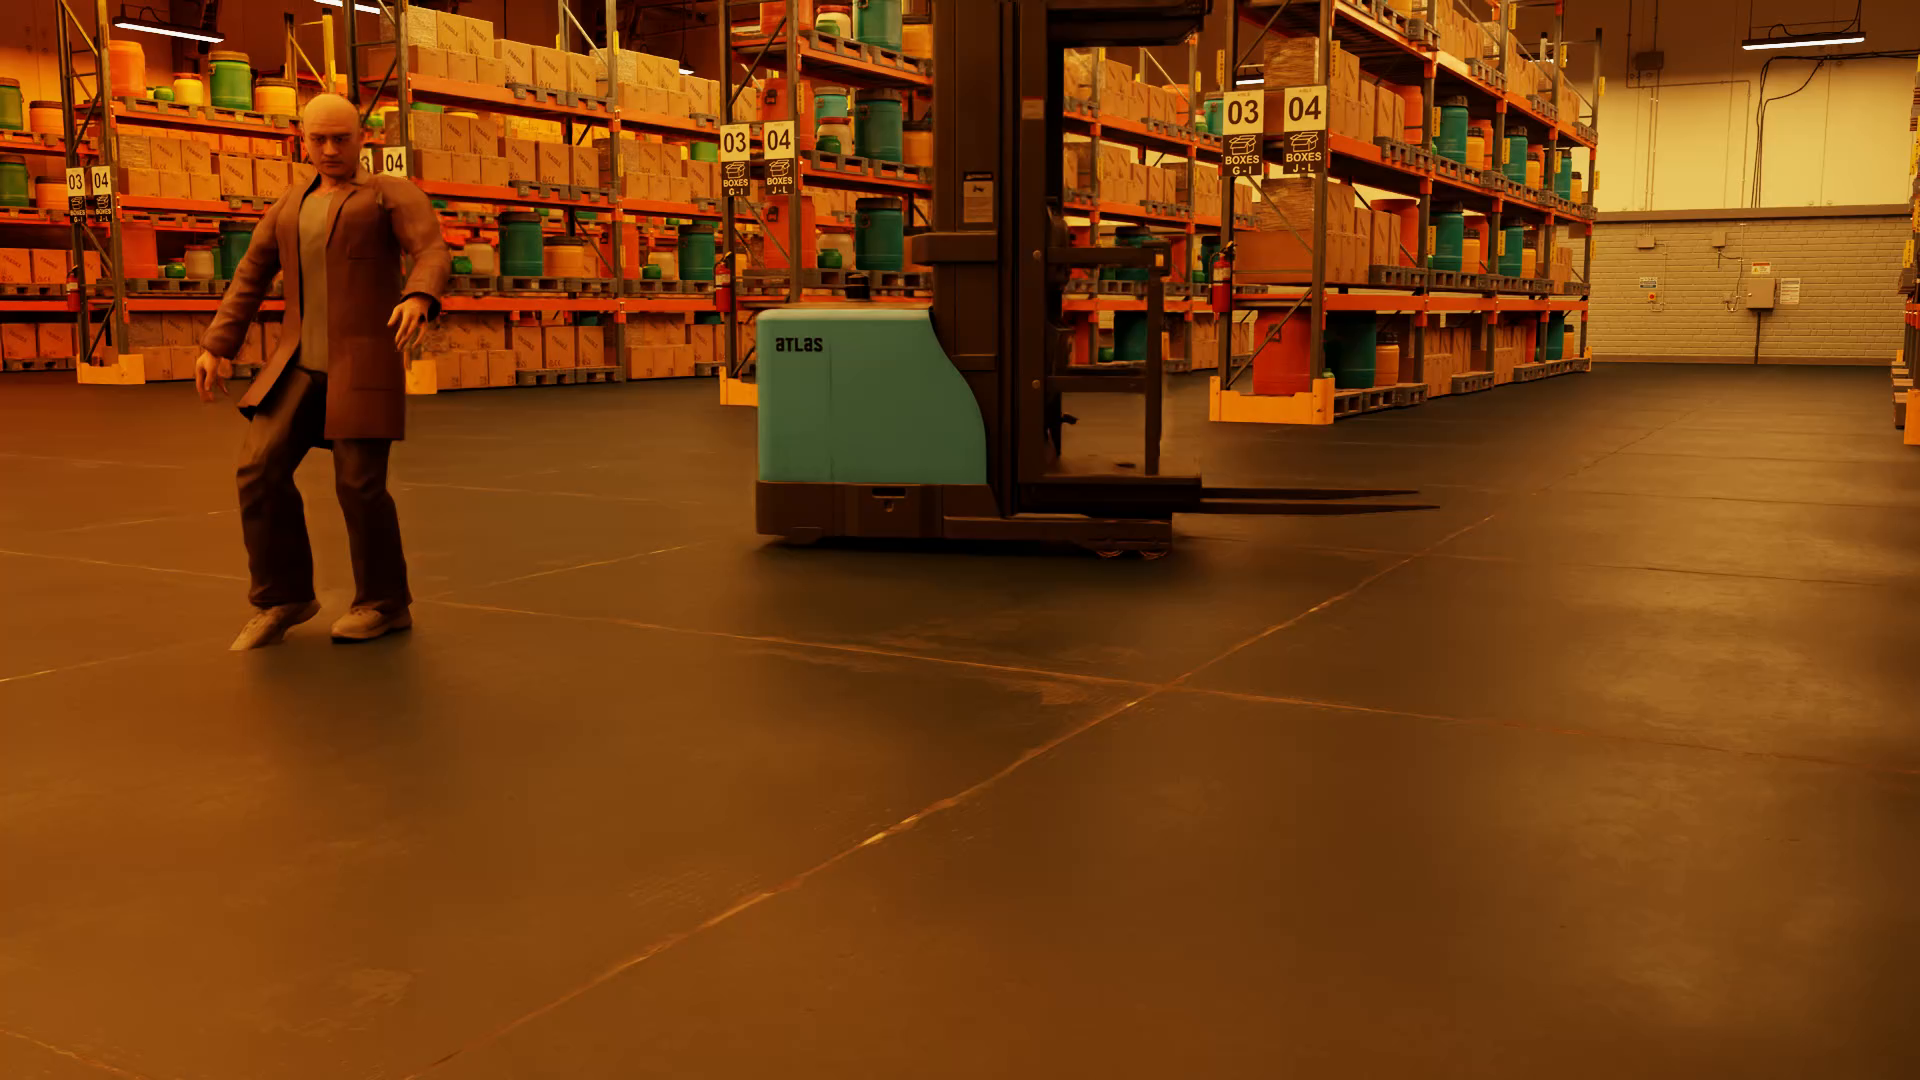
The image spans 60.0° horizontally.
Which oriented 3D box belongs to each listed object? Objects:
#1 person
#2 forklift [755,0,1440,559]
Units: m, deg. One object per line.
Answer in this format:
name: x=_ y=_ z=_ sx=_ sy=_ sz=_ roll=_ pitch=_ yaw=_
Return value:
person: x=-2.043 y=-0.485 z=5.360 sx=0.994 sy=1.742 sz=0.557 roll=2 pitch=8 yaw=17
forklift: x=0.632 y=-1.448 z=7.585 sx=3.031 sy=2.935 sz=1.130 roll=1 pitch=8 yaw=7
